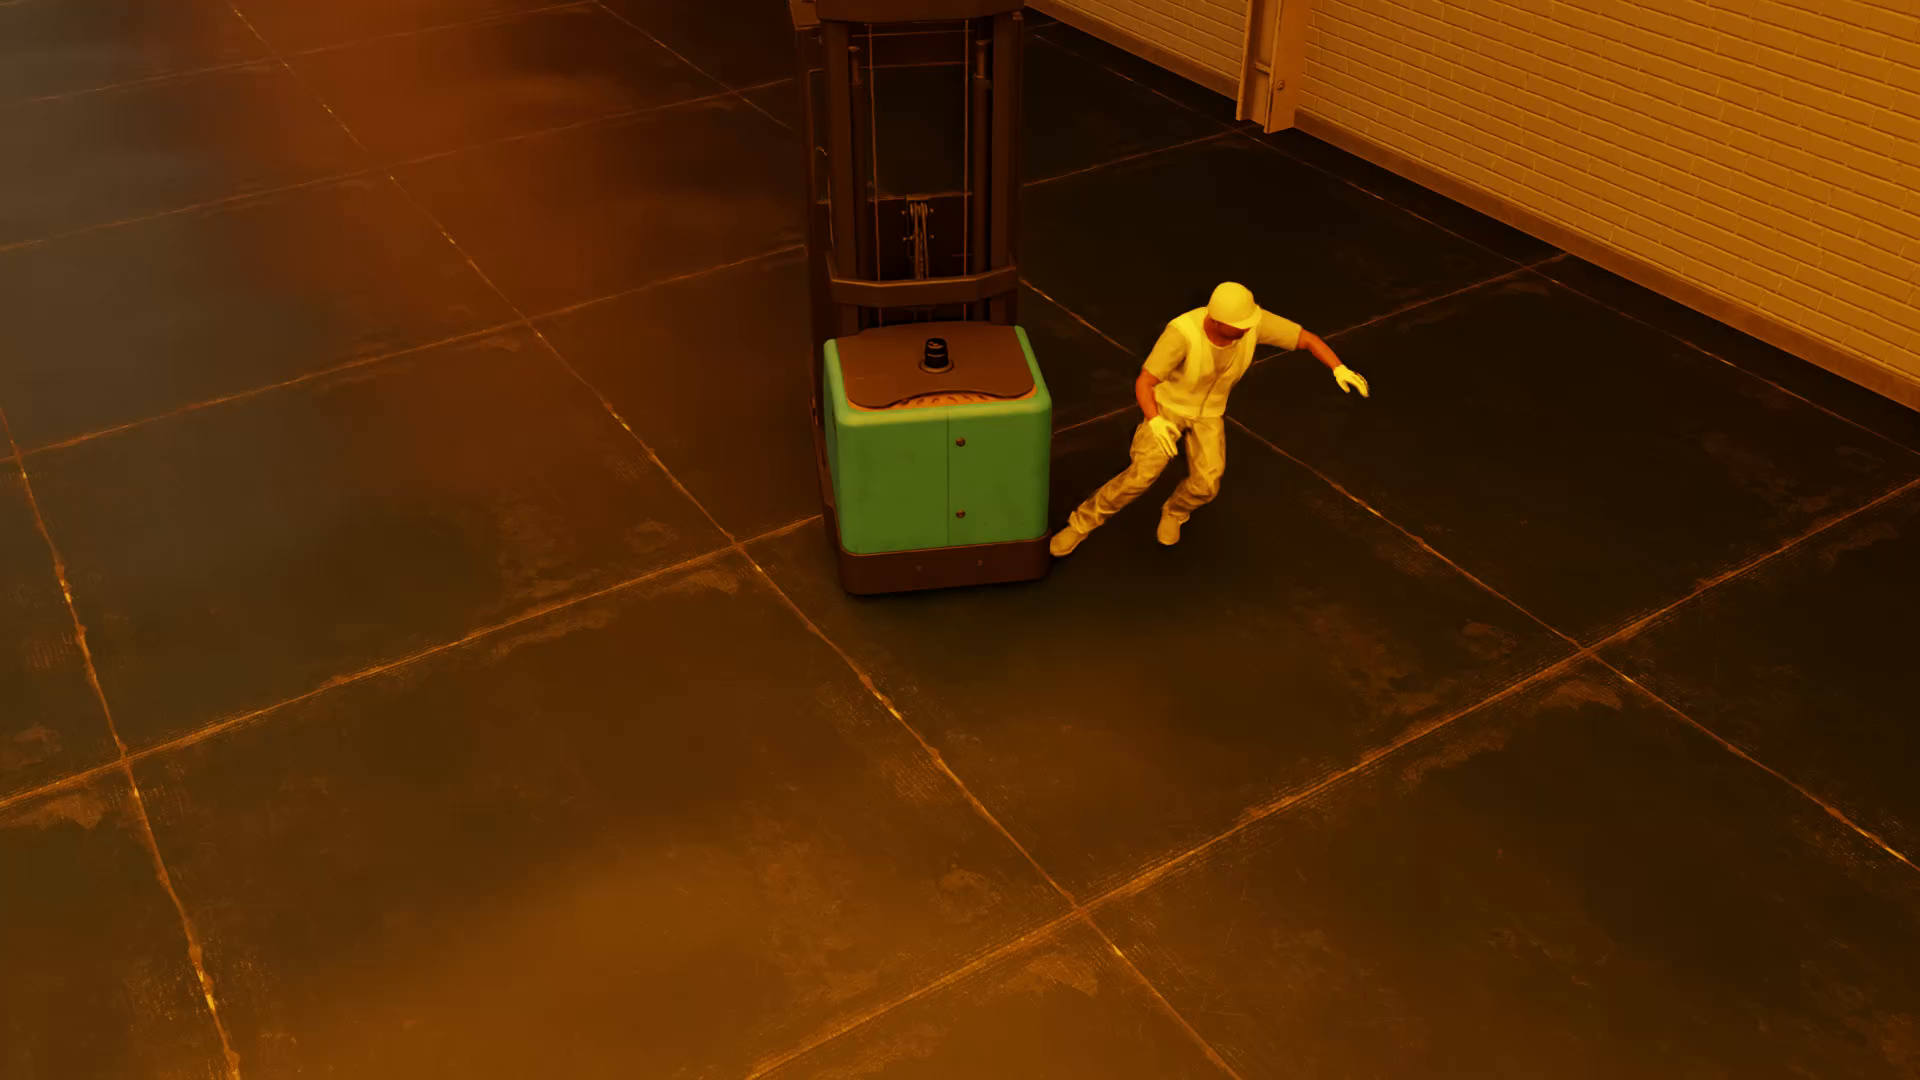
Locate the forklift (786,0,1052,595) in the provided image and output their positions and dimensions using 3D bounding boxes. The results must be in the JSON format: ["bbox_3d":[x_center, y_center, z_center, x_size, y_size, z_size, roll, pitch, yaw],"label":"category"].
[{"bbox_3d":[-0.281,-1.767,8.662,1.130,2.935,3.031,-5,35,-7],"label":"forklift"}]

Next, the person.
[{"bbox_3d":[1.143,-0.562,8.201,1.463,1.525,0.872,-10,36,-14],"label":"person"}]
